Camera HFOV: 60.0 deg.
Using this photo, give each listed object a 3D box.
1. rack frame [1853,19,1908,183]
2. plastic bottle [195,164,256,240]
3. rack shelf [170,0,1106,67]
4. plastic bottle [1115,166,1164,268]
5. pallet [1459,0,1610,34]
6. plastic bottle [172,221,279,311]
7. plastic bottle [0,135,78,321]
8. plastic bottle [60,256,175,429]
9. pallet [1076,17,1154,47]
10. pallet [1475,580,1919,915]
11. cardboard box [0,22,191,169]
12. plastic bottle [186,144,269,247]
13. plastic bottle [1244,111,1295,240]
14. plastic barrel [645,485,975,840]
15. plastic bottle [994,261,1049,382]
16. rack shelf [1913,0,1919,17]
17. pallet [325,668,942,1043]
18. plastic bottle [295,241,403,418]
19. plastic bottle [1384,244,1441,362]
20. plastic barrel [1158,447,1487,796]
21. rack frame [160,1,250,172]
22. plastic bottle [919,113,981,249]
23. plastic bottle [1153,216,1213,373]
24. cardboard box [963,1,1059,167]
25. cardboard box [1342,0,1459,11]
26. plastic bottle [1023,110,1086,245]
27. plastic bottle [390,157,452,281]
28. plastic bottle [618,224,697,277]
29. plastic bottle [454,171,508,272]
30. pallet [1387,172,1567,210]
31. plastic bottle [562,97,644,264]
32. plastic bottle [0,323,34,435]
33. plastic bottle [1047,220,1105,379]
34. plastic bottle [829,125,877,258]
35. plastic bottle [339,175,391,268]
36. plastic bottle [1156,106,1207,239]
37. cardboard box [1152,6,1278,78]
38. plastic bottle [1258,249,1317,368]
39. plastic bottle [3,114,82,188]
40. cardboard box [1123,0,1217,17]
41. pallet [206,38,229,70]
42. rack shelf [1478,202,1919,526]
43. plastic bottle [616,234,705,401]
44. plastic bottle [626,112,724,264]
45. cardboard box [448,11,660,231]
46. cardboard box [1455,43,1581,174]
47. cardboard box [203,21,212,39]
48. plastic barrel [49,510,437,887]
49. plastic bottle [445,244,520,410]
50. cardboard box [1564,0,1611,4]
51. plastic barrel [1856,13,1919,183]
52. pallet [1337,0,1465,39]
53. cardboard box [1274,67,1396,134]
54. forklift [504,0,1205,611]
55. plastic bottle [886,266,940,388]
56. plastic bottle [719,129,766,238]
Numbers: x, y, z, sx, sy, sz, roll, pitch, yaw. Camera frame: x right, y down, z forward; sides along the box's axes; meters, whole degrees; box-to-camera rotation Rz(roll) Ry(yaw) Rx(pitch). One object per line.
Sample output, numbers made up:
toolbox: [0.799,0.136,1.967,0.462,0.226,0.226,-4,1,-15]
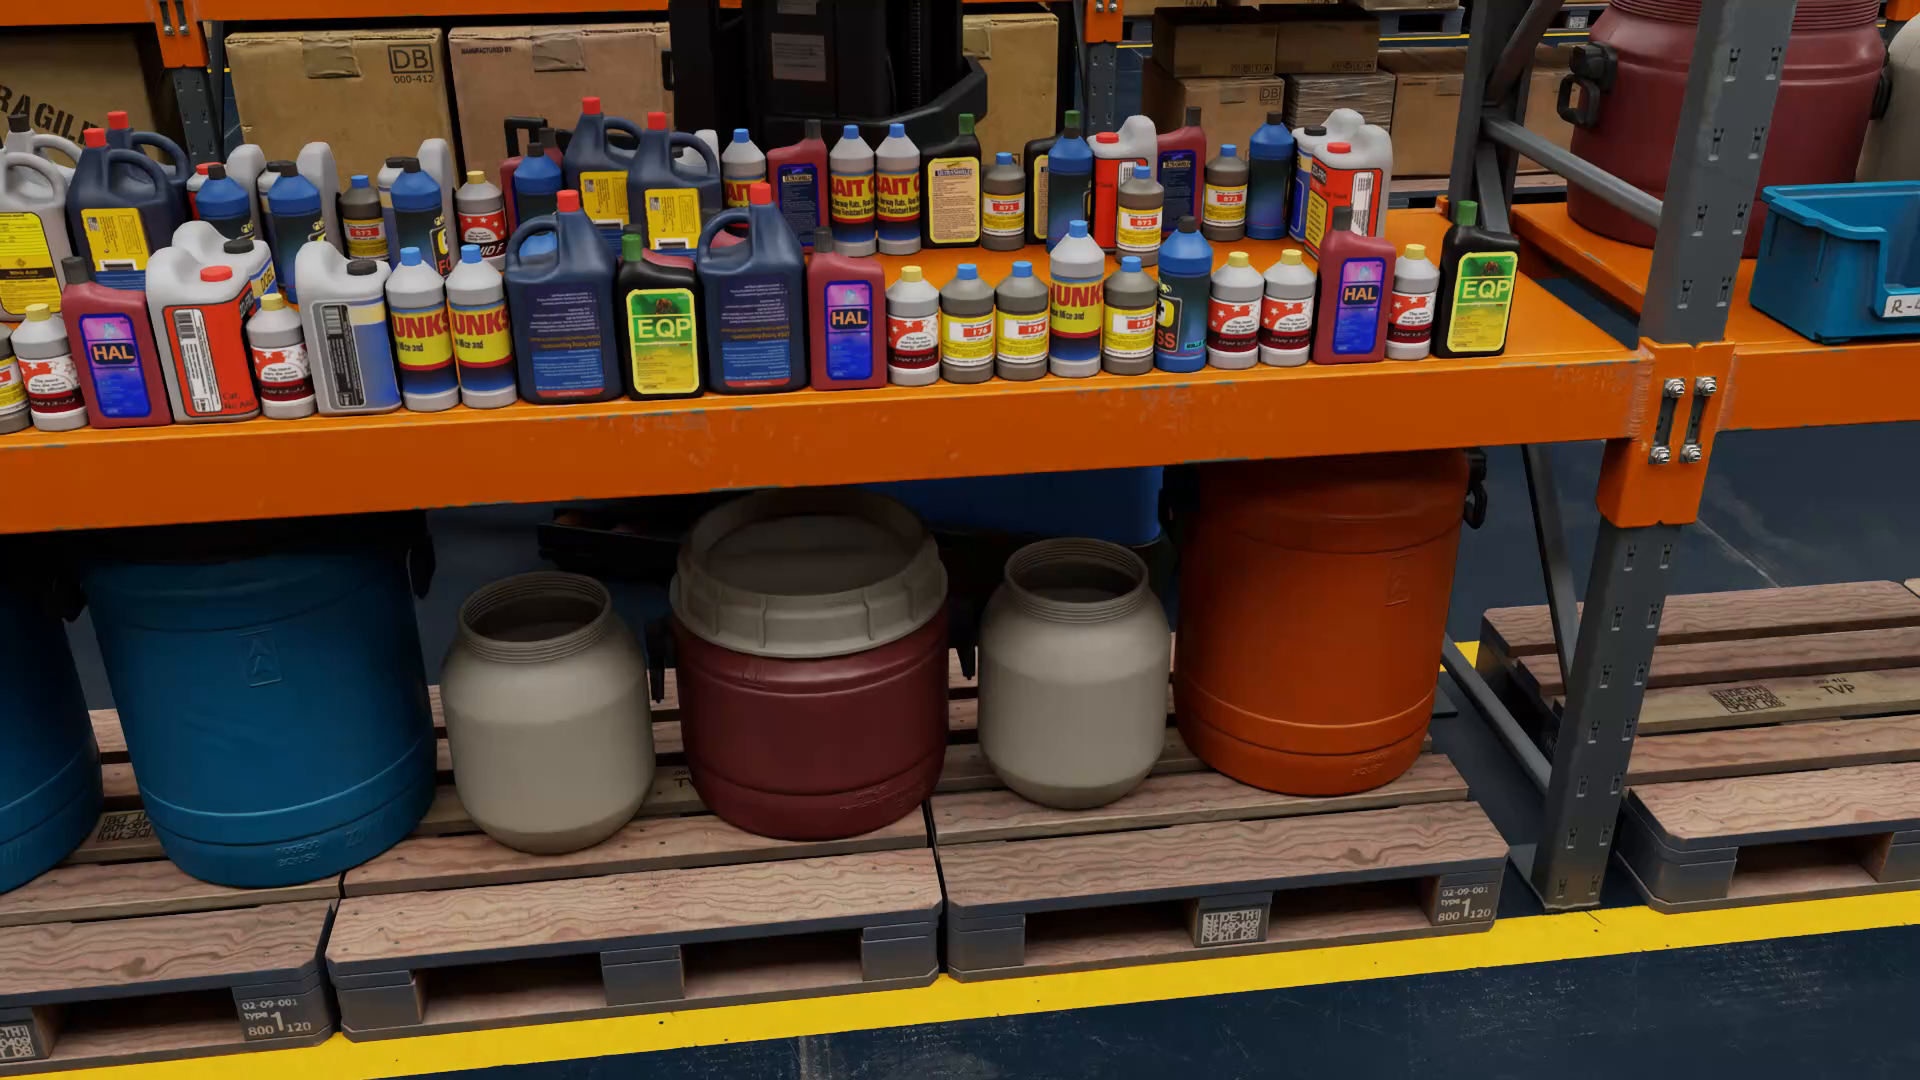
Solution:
rack frame: [4.548,-3.237,8.273,0.127,3.000,1.000,-4,27,-7]
plastic bottle: [-1.442,-0.603,3.281,0.097,0.271,0.097,0,27,0]
rack shelf: [-1.393,-2.535,7.694,4.000,0.370,1.077,-4,27,-7]
plastic bottle: [0.381,-0.689,3.525,0.097,0.201,0.097,0,27,0]
pallet: [4.721,-4.258,13.317,1.213,0.211,1.003,-4,27,-7]
plastic bottle: [-1.277,-0.419,2.917,0.135,0.276,0.152,-4,27,-7]
plastic bottle: [-1.799,-0.609,3.204,0.185,0.351,0.144,-4,27,-7]
plastic bottle: [-1.382,-0.324,2.724,0.133,0.283,0.061,-4,27,-7]
pallet: [0.787,-4.007,12.828,1.213,0.211,1.003,-4,27,-7]
pallet: [2.050,0.465,4.112,1.213,0.211,1.003,-4,27,-7]
cardboard box: [-4.038,-1.964,7.659,0.875,0.875,0.875,-4,27,-7]
plastic bottle: [-1.477,-0.661,3.387,0.135,0.276,0.152,-4,27,-7]
plastic bottle: [0.685,-0.810,3.684,0.097,0.271,0.097,0,27,0]
plastic barrel: [-0.323,0.253,3.653,0.708,0.588,0.600,-4,27,-7]
plastic bottle: [0.109,-0.392,2.946,0.097,0.201,0.097,0,27,0]
rack shelf: [6.529,-3.044,8.685,4.000,0.370,1.077,-4,27,-7]
pallet: [-0.703,0.642,3.767,1.213,0.211,1.003,-4,27,-7]
plastic bottle: [-1.026,-0.365,2.811,0.135,0.276,0.152,-4,27,-7]
plastic bottle: [0.819,-0.438,3.035,0.097,0.201,0.097,0,27,0]
plastic barrel: [0.795,0.074,3.737,0.708,0.830,0.600,-4,27,-7]
rack frame: [-3.374,-2.728,7.281,0.127,3.000,1.000,-4,27,-7]
plastic bottle: [-0.022,-0.778,3.609,0.133,0.283,0.061,-4,27,-7]
plastic bottle: [0.398,-0.442,2.966,0.097,0.271,0.097,0,27,0]
cardboard box: [-0.099,-2.190,8.099,0.875,0.875,1.225,-5,28,-10]
cardboard box: [3.355,-4.592,12.917,0.750,0.750,1.050,-4,27,-7]
plastic bottle: [0.207,-0.793,3.638,0.133,0.283,0.061,-4,27,-7]
plastic bottle: [-1.079,-0.627,3.326,0.097,0.271,0.097,0,27,0]
plastic bottle: [-0.519,-0.408,2.887,0.133,0.283,0.061,-4,27,-7]
plastic bottle: [-1.003,-0.670,3.488,0.097,0.201,0.097,0,27,0]
pallet: [2.567,-1.867,8.658,1.213,0.211,1.003,-4,27,-7]
plastic bottle: [-0.728,-0.744,3.468,0.185,0.351,0.144,-4,27,-7]
plastic bottle: [-1.595,-0.283,2.732,0.097,0.201,0.097,0,27,0]
plastic bottle: [0.205,-0.429,2.942,0.097,0.271,0.097,0,27,0]
plastic bottle: [-0.230,-0.751,3.569,0.097,0.271,0.097,0,27,0]
plastic bottle: [-1.233,-0.656,3.460,0.097,0.201,0.097,0,27,0]
plastic bottle: [0.472,-0.810,3.671,0.133,0.283,0.061,-4,27,-7]
cardboard box: [1.246,-2.456,8.186,0.500,0.250,0.500,-3,27,-5]
plastic bottle: [0.591,-0.423,3.006,0.097,0.201,0.097,0,27,0]
plastic bottle: [-1.819,-0.674,3.331,0.185,0.351,0.144,-4,27,-7]
cardboard box: [1.477,-4.472,12.685,0.750,0.750,1.050,-3,27,-6]
pallet: [-5.836,-3.598,12.032,1.213,0.211,1.003,-4,27,-7]
rack shelf: [3.258,-0.551,3.826,4.000,0.370,1.077,-4,27,-7]
plastic bottle: [-0.511,-0.380,2.833,0.133,0.283,0.061,-4,27,-7]
plastic bottle: [-0.574,-0.684,3.350,0.185,0.351,0.144,-4,27,-7]
cardboard box: [-1.858,-2.077,7.879,0.875,0.875,1.225,-5,28,-9]
cardboard box: [2.908,-2.234,8.574,0.500,0.500,0.700,-6,28,-12]
cardboard box: [-5.331,-3.651,11.742,0.250,0.149,0.380,-4,27,-7]
plastic barrel: [-1.441,0.186,3.441,0.708,0.901,0.600,-4,27,-7]
plastic bottle: [-0.811,-0.364,2.815,0.097,0.271,0.097,0,27,0]
cardboard box: [4.590,-4.736,13.061,0.875,0.875,0.875,-3,27,-6]
plastic barrel: [2.266,-0.955,3.704,0.421,0.512,0.421,0,27,0]
pallet: [3.204,-4.162,13.130,1.213,0.211,1.003,-4,27,-7]
cardboard box: [1.795,-2.159,8.428,0.500,0.500,0.700,-6,28,-11]
forklift: [-0.780,-1.414,4.795,3.031,2.935,1.130,7,28,14]
plastic bottle: [-0.084,-0.380,2.922,0.097,0.201,0.097,0,27,0]
plastic bottle: [-0.459,-0.737,3.541,0.097,0.271,0.097,0,27,0]
